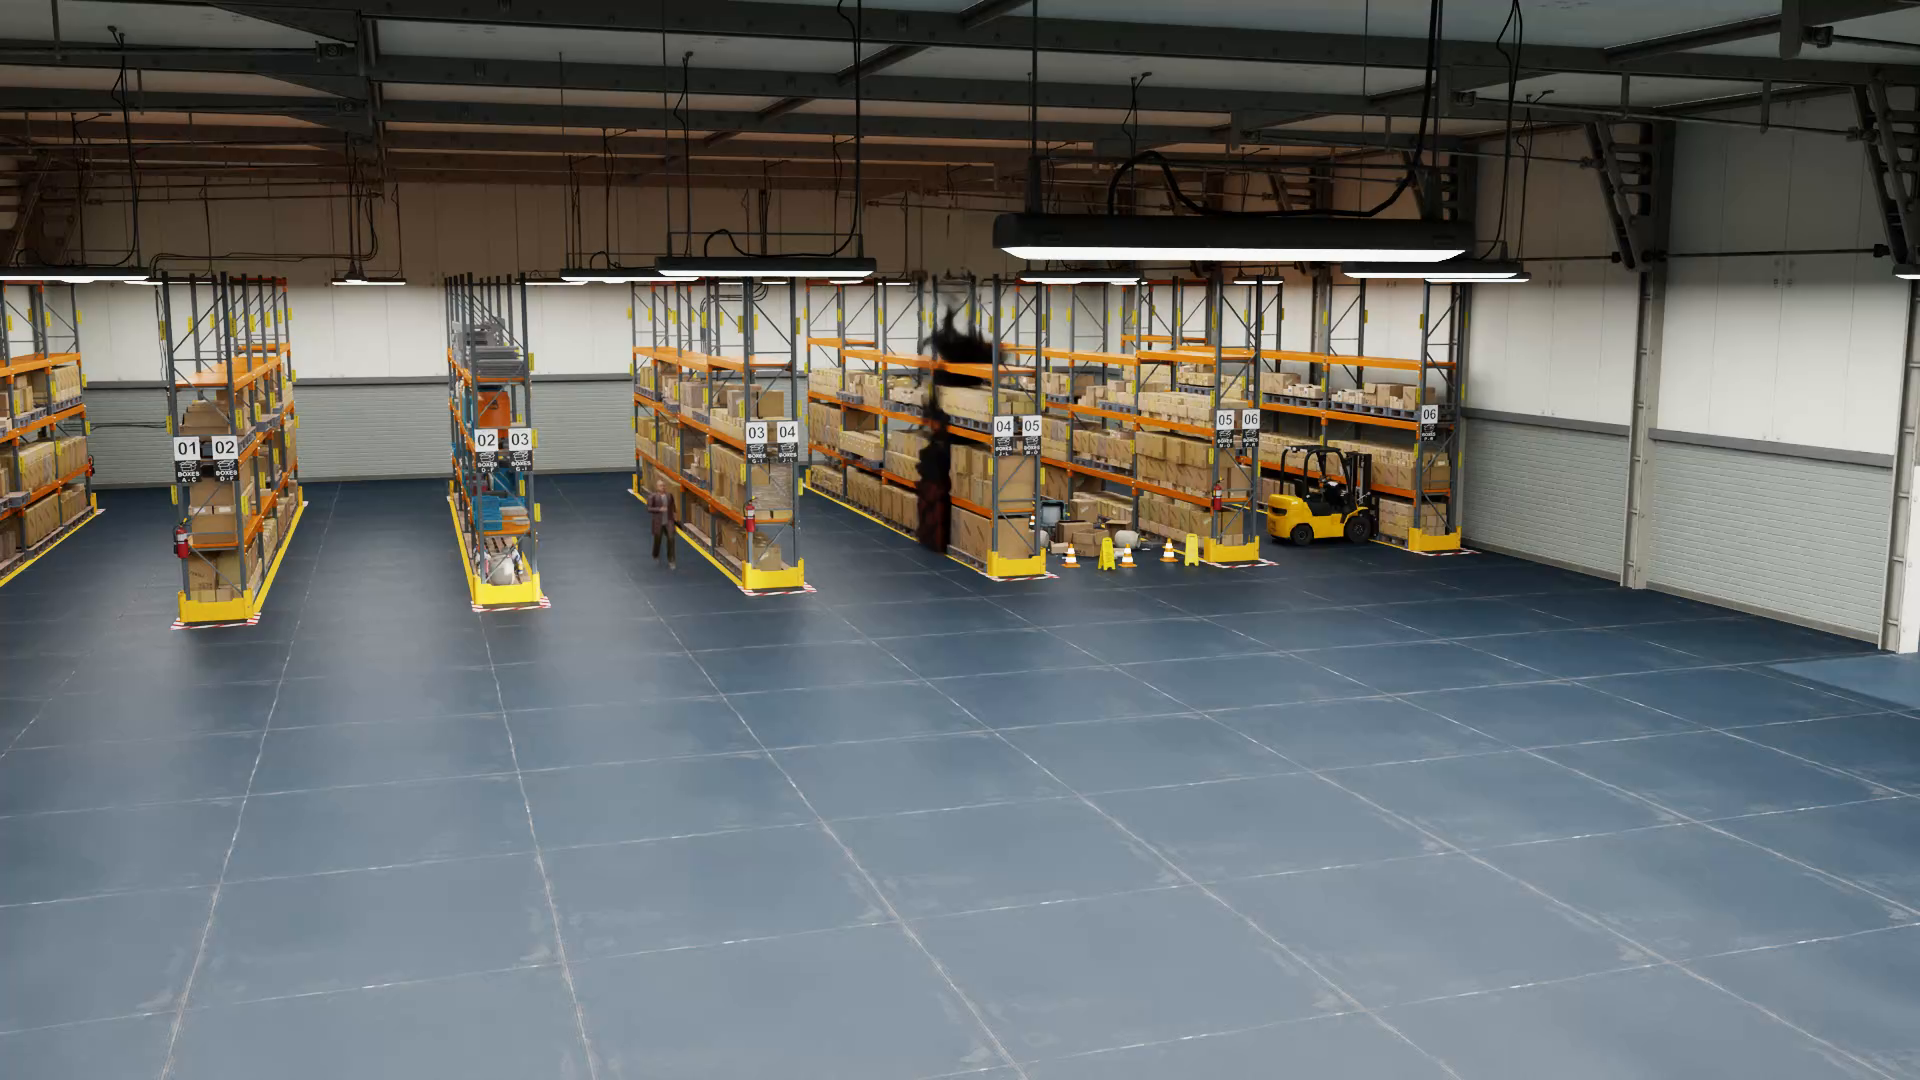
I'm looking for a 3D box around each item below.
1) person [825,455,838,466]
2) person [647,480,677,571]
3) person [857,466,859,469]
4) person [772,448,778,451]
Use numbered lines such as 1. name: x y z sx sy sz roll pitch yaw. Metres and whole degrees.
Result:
1. person: -3.754 -2.567 49.948 0.780 1.621 0.567 -3 9 -19
2. person: -6.131 -0.325 34.238 0.678 1.829 0.923 -4 10 -26
3. person: -2.801 -2.469 49.275 0.589 1.606 0.694 -8 12 -43
4. person: -5.498 -2.448 48.568 0.743 1.740 0.744 4 10 27
